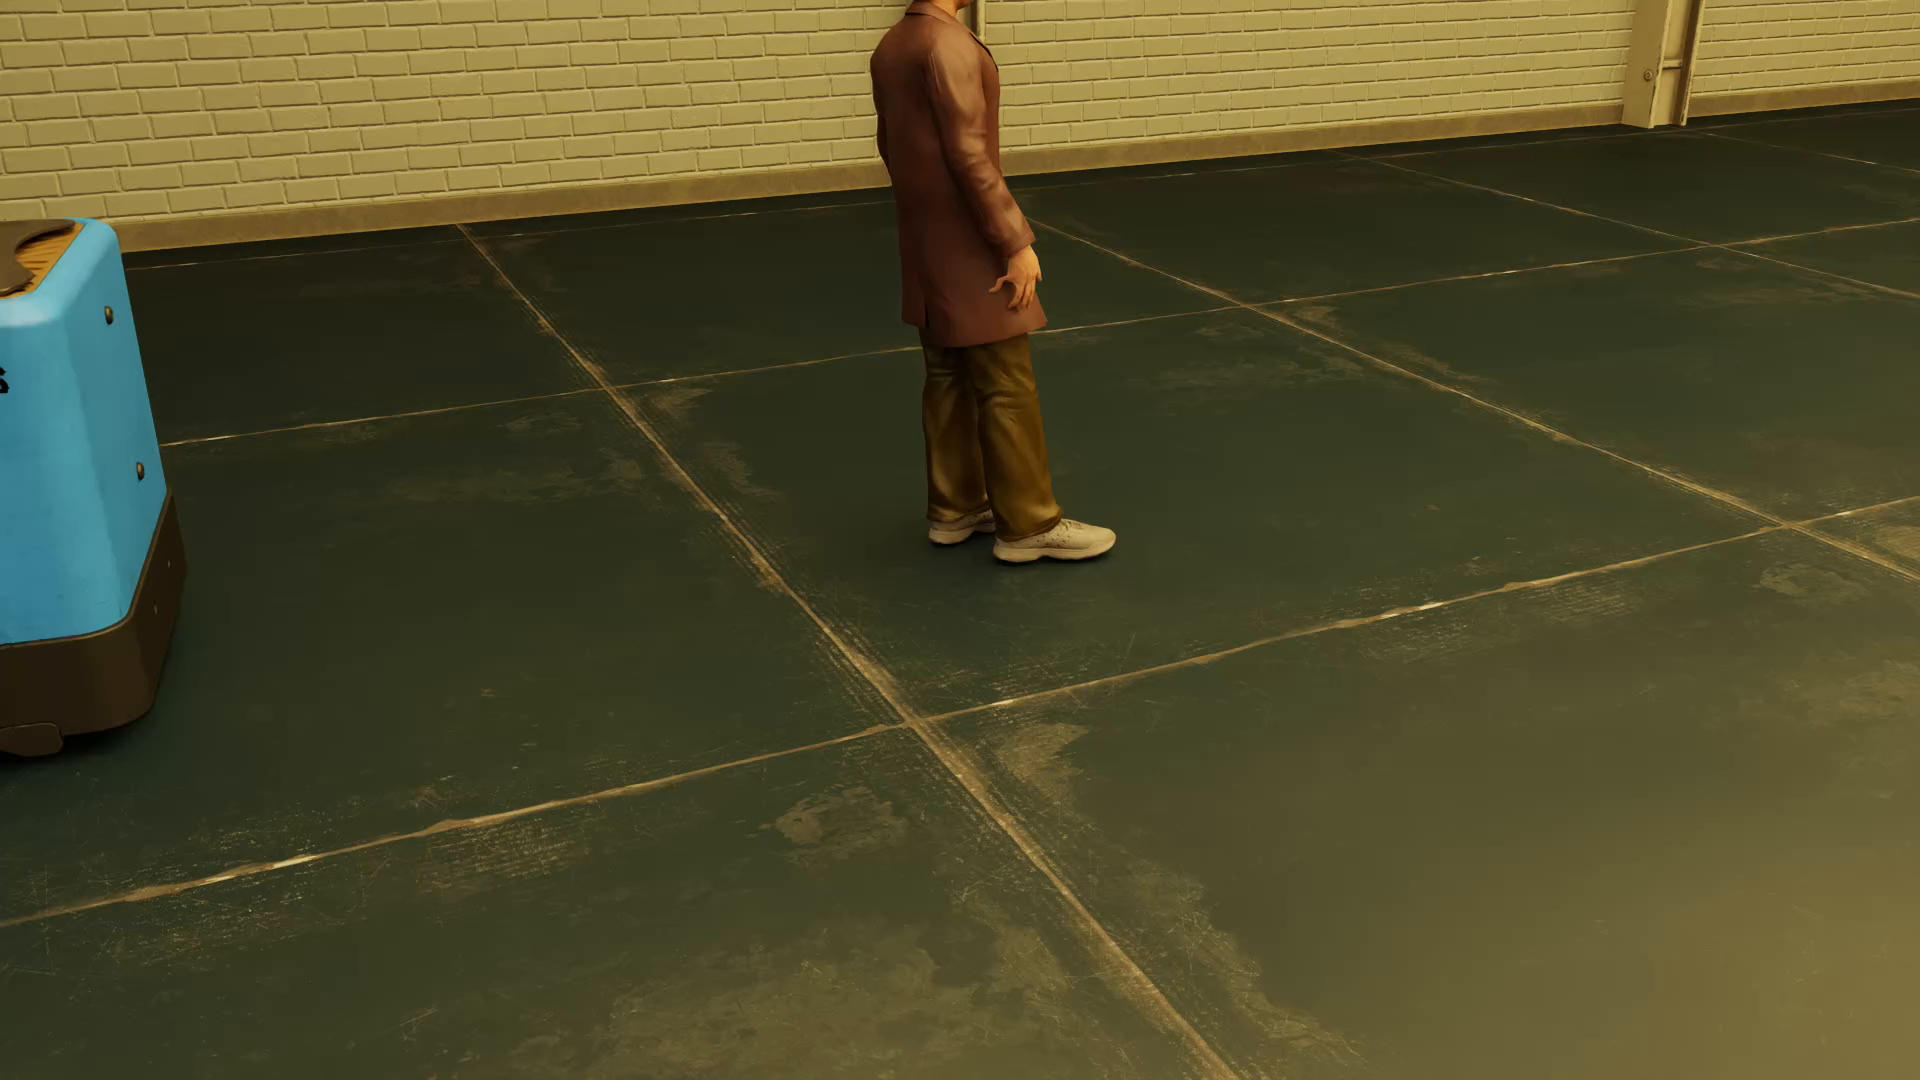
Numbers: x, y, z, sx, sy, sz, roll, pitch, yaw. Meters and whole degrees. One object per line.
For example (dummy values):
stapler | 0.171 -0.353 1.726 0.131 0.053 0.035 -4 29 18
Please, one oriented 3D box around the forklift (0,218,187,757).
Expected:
forklift | -3.500 -0.868 3.375 3.031 2.935 1.130 -7 24 -17

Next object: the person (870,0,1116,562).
person | 0.085 -0.842 4.795 0.579 1.778 0.698 -10 25 -23
